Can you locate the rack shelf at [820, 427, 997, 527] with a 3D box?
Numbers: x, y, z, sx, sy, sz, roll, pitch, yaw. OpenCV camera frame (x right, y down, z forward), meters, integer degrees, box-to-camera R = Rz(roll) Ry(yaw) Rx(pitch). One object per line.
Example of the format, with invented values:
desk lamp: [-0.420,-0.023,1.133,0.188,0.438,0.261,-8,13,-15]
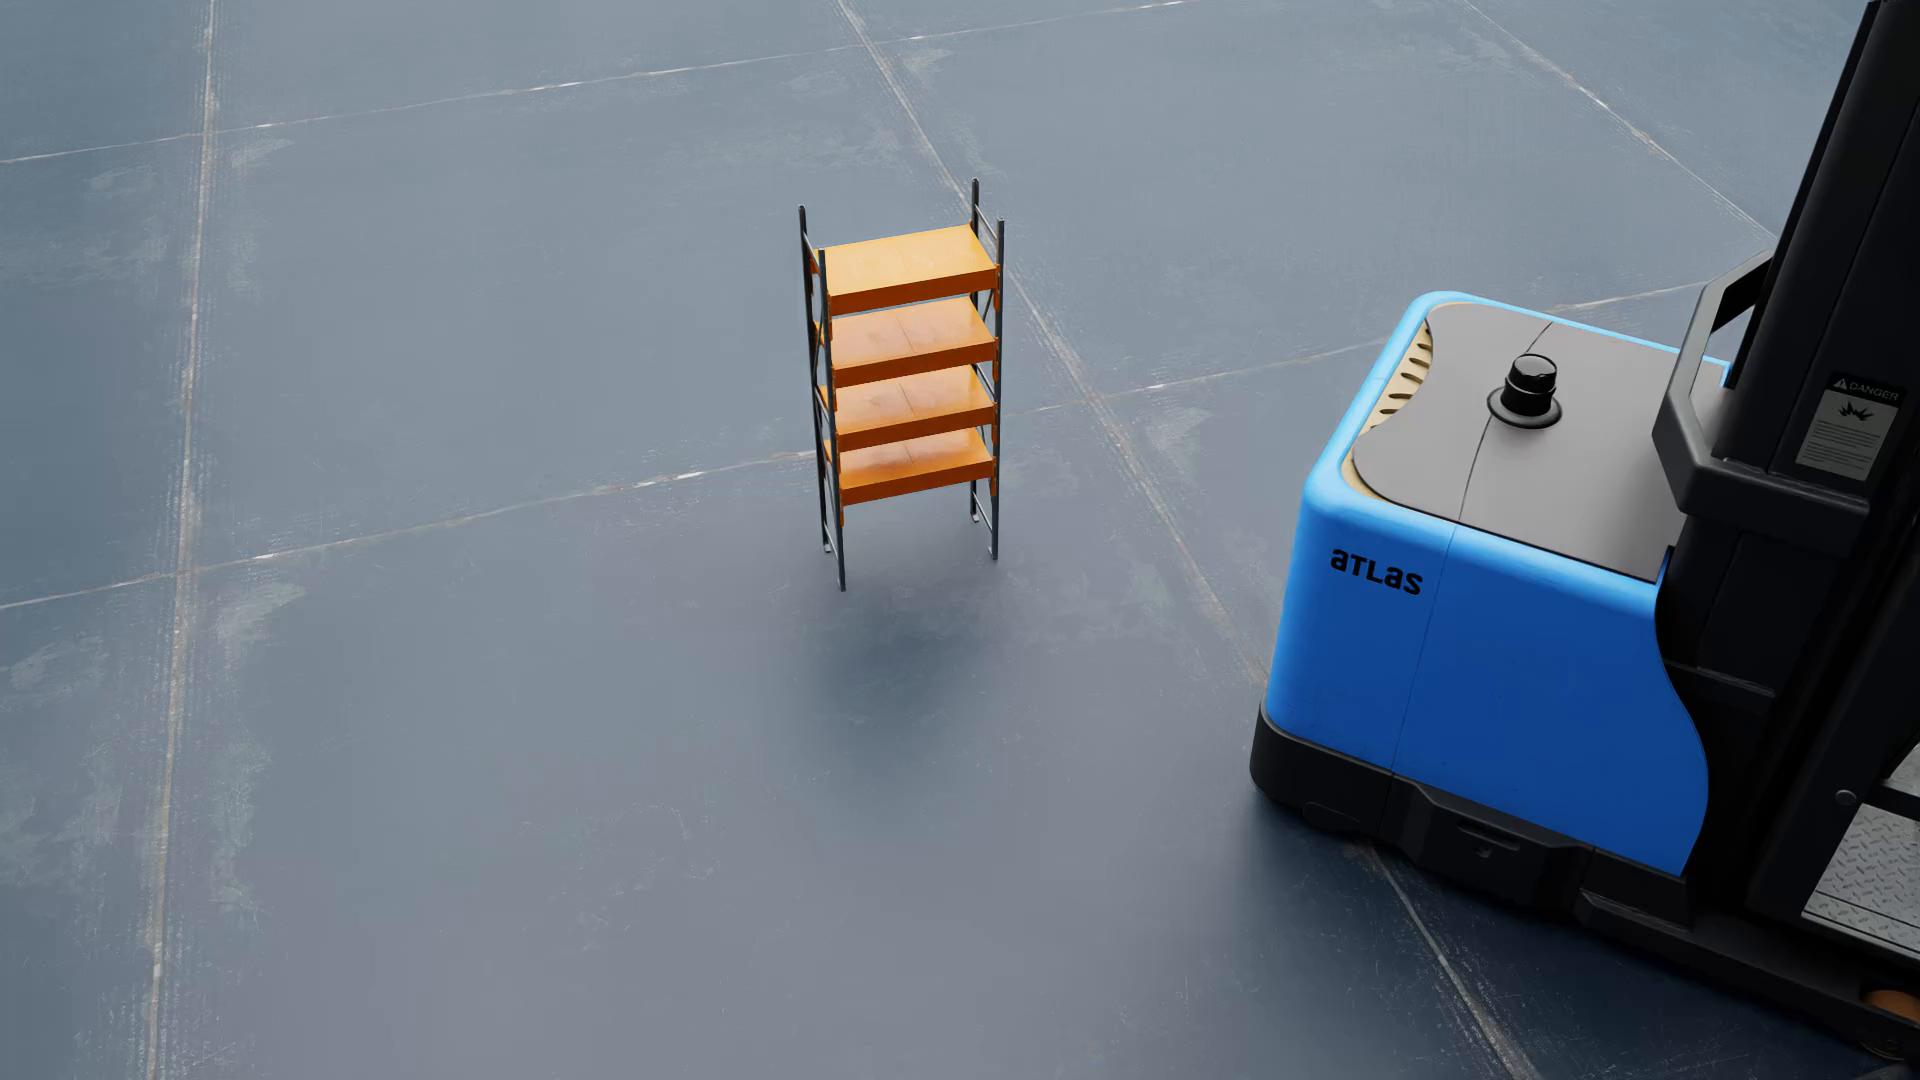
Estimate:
rack shelf: [-0.158,-0.219,4.993,0.480,0.148,0.258,-12,42,-13]

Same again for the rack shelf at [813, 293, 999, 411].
rack shelf: [-0.158,-0.537,4.715,0.480,0.148,0.258,-12,42,-13]

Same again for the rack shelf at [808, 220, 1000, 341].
rack shelf: [-0.158,-0.715,4.559,0.480,0.148,0.258,-12,42,-13]

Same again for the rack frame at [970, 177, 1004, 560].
rack frame: [0.075,-0.467,4.873,0.015,1.200,0.240,-12,42,-13]

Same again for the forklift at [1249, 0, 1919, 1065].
forklift: [2.318,-0.240,3.297,3.031,2.935,1.130,19,45,21]

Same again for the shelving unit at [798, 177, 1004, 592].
shelving unit: [-0.158,-0.419,4.818,0.503,1.200,0.258,-12,42,-13]

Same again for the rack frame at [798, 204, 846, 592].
rack frame: [-0.391,-0.371,4.763,0.015,1.200,0.240,-12,42,-13]

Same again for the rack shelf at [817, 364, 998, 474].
rack shelf: [-0.158,-0.368,4.862,0.480,0.148,0.258,-12,42,-13]
